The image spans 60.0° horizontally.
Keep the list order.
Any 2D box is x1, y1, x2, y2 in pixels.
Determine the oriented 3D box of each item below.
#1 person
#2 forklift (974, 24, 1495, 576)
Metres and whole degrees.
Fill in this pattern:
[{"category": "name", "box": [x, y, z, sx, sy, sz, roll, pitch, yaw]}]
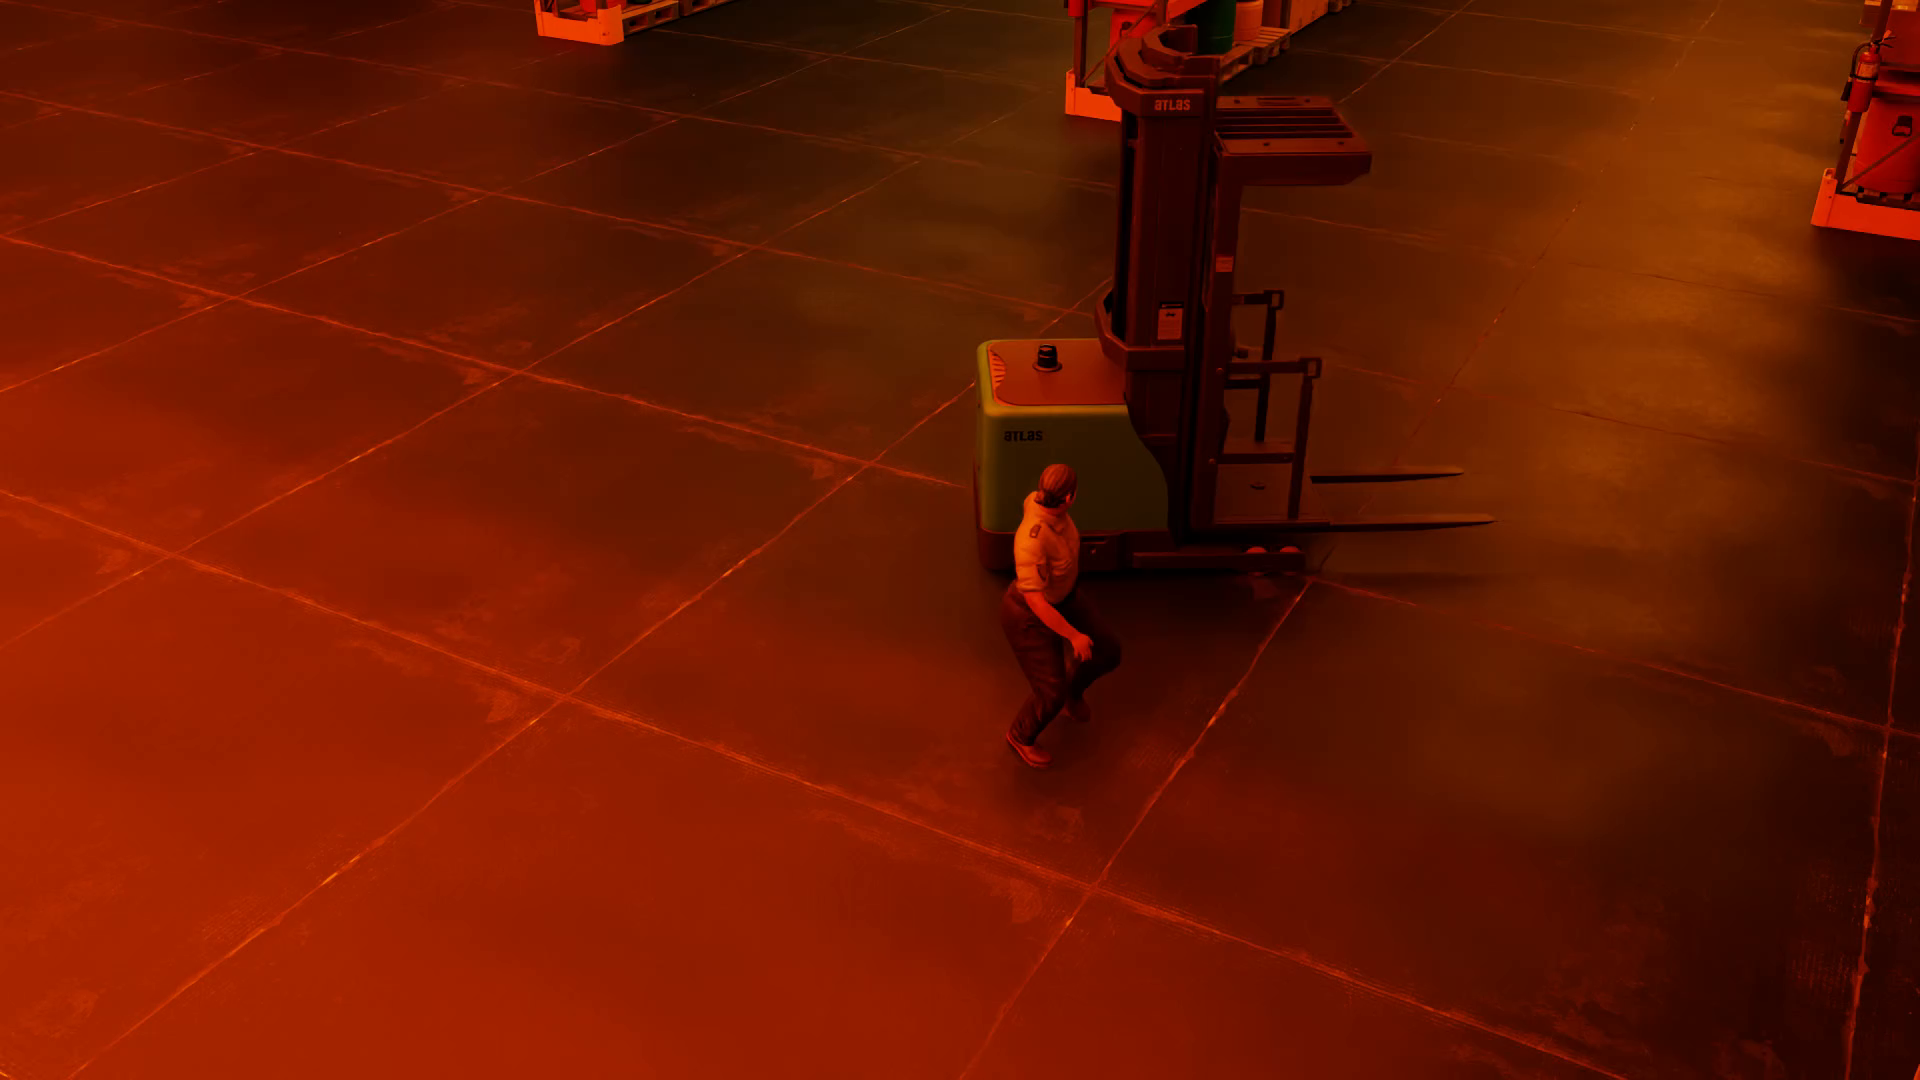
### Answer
[{"category": "person", "box": [0.450, 0.328, 7.888, 0.619, 1.568, 0.706, 18, 35, 29]}, {"category": "forklift", "box": [1.615, -1.326, 9.368, 3.031, 2.935, 1.130, -1, 30, -2]}]
